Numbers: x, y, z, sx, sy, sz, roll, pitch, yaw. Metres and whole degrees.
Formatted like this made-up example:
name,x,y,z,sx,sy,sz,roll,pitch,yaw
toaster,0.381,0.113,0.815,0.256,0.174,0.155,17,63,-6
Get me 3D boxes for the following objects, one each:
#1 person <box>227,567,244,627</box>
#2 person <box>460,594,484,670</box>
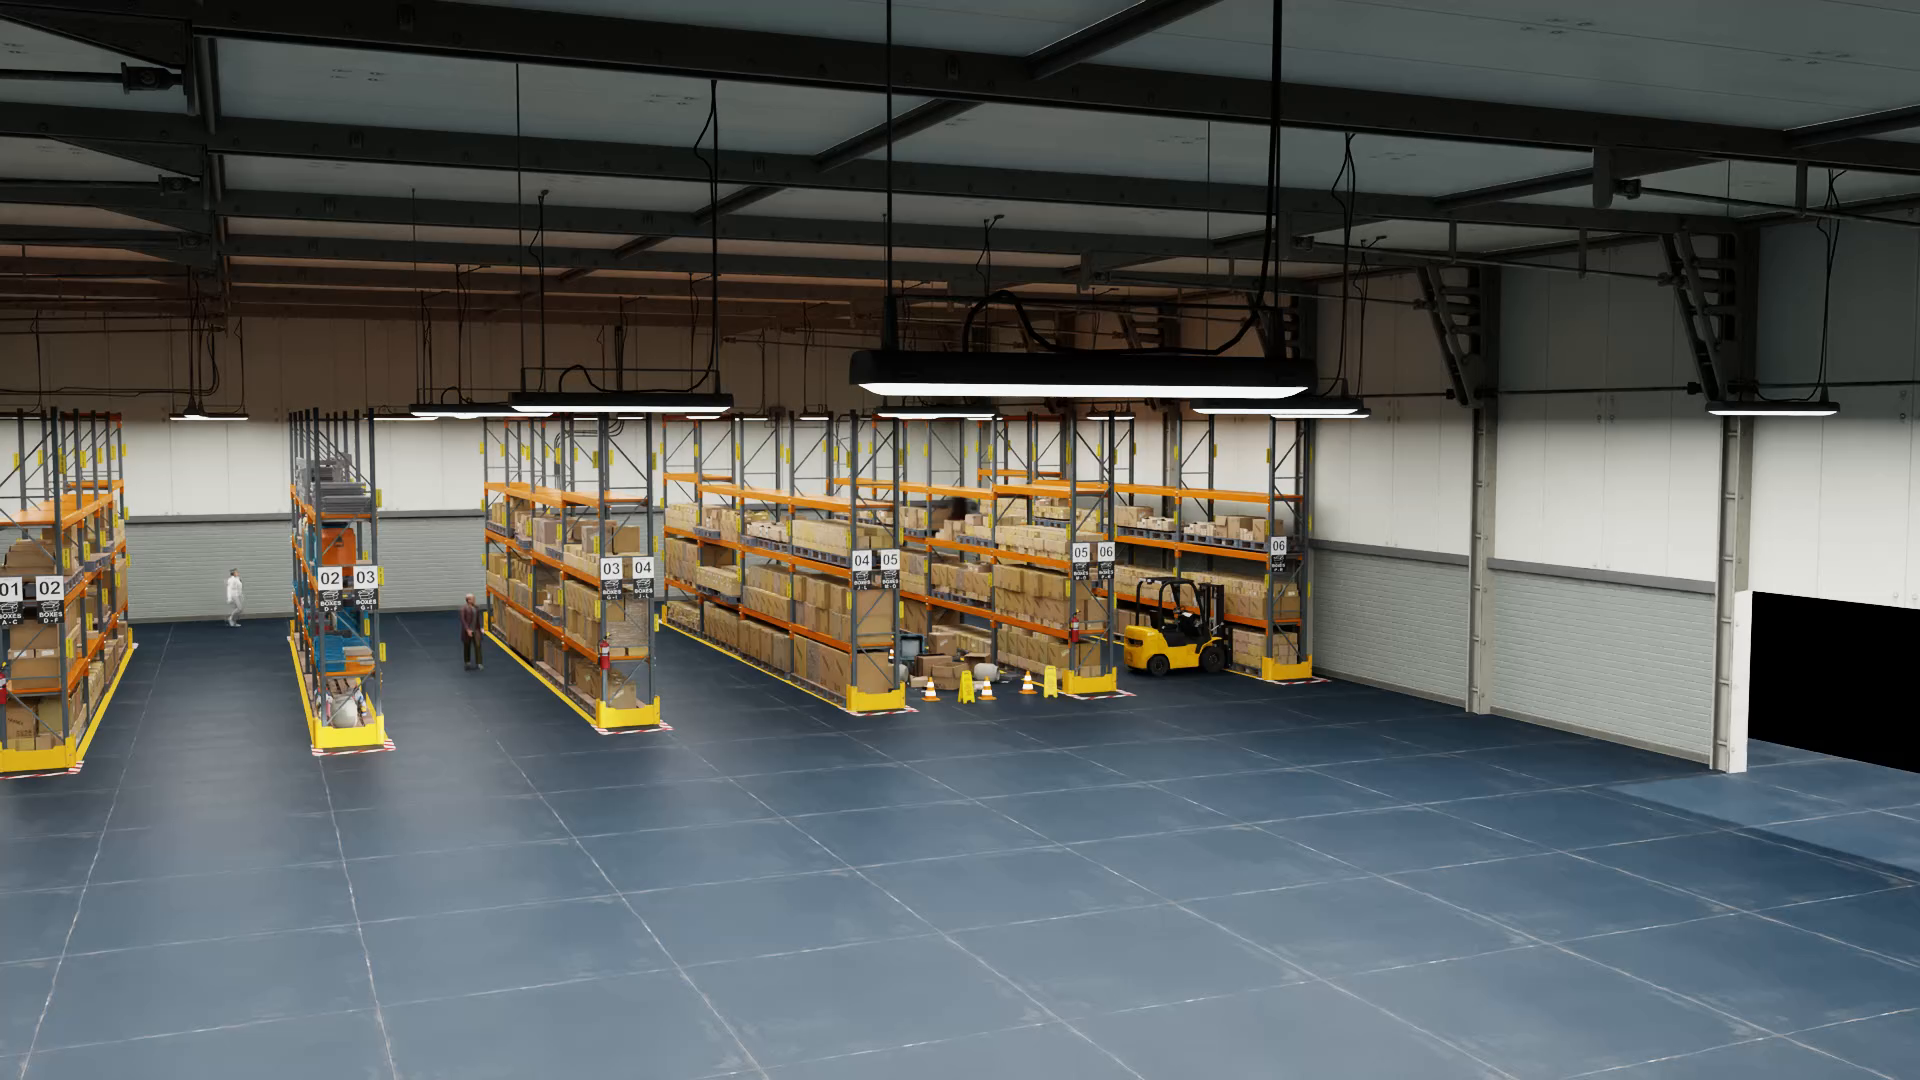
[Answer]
name,x,y,z,sx,sy,sz,roll,pitch,yaw
person,-20.329,1.601,46.722,0.428,1.676,0.511,0,4,-2
person,-11.375,2.123,38.718,0.522,1.728,1.047,-2,4,-26
